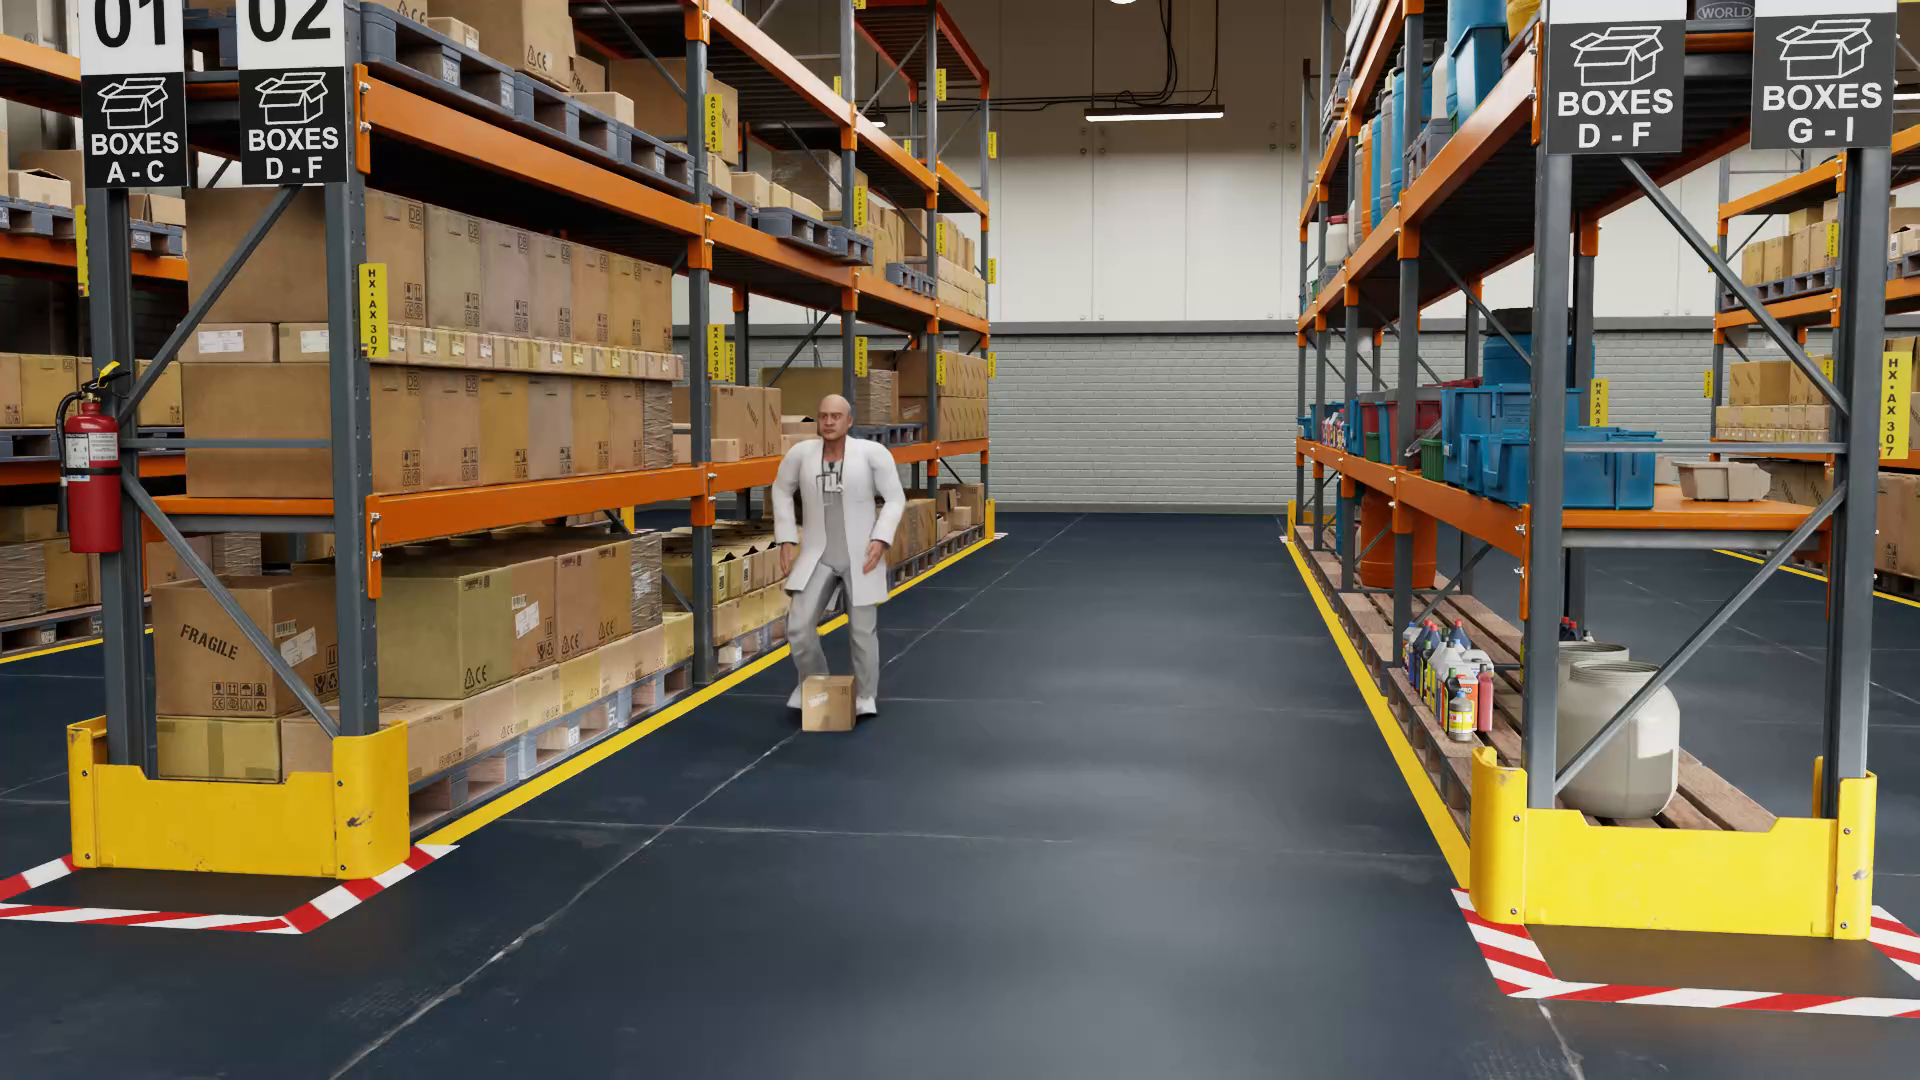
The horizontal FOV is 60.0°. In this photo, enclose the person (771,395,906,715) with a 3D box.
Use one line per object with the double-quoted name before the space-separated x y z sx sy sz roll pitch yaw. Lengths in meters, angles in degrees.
"person" -0.645 0.090 8.786 0.738 1.708 0.637 0 4 6
